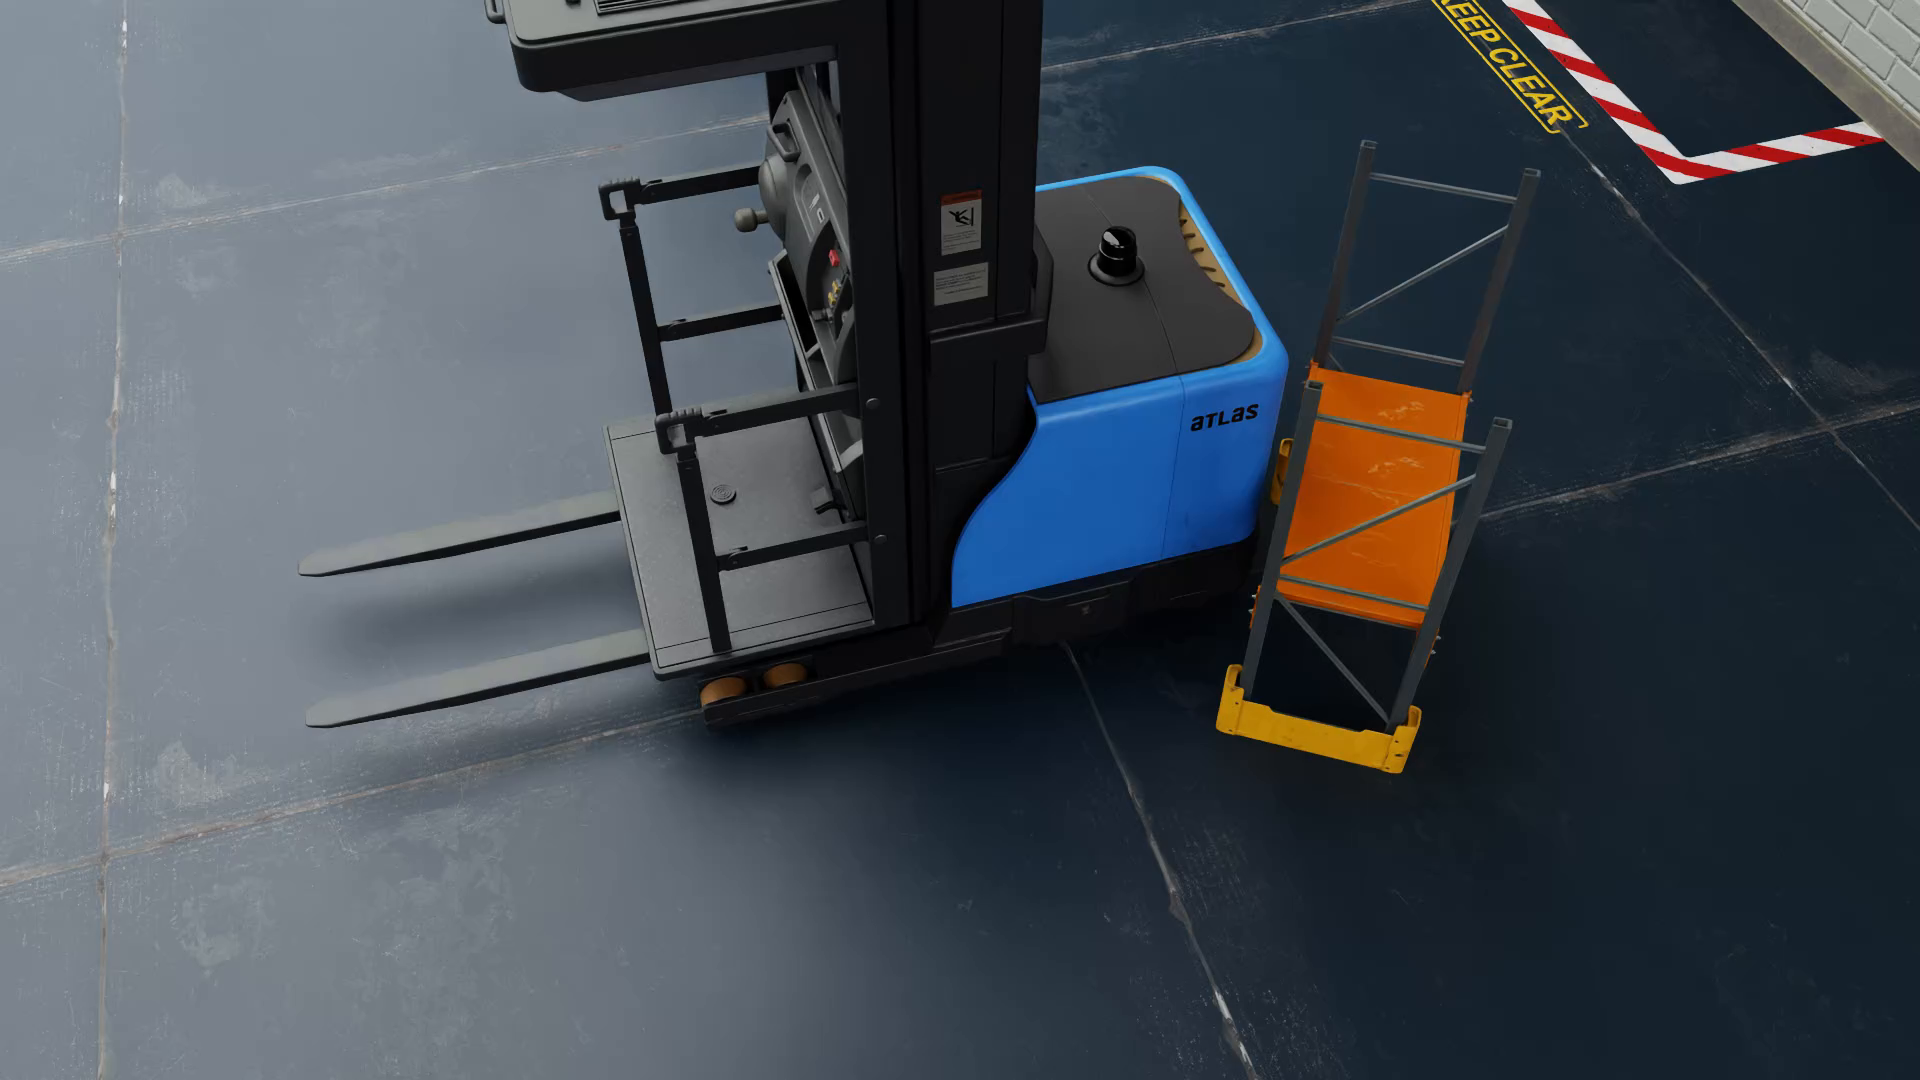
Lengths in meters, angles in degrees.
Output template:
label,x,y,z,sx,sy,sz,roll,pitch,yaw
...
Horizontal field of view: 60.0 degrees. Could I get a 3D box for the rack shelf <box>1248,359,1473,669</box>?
label,x,y,z,sx,sy,sz,roll,pitch,yaw
rack shelf,1.240,-0.107,5.094,0.538,0.185,1.000,13,51,11

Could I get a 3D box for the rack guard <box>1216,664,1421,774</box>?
label,x,y,z,sx,sy,sz,roll,pitch,yaw
rack guard,1.096,0.552,5.121,0.587,0.250,0.087,13,51,11

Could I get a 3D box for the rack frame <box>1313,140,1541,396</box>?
label,x,y,z,sx,sy,sz,roll,pitch,yaw
rack frame,1.385,-0.595,5.271,0.500,1.500,0.032,13,51,11

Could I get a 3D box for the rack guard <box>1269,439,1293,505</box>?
label,x,y,z,sx,sy,sz,roll,pitch,yaw
rack guard,1.379,-0.178,5.737,0.587,0.250,0.087,13,51,11

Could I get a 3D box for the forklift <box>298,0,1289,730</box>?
label,x,y,z,sx,sy,sz,roll,pitch,yaw
forklift,-0.602,-0.811,4.516,3.031,2.935,1.130,-13,51,-10

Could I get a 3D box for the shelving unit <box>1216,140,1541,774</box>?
label,x,y,z,sx,sy,sz,roll,pitch,yaw
shelving unit,1.238,-0.216,4.951,0.587,1.500,1.083,13,51,11

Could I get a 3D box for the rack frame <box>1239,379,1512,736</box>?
label,x,y,z,sx,sy,sz,roll,pitch,yaw
rack frame,1.096,0.150,4.643,0.500,1.500,0.032,13,51,11
